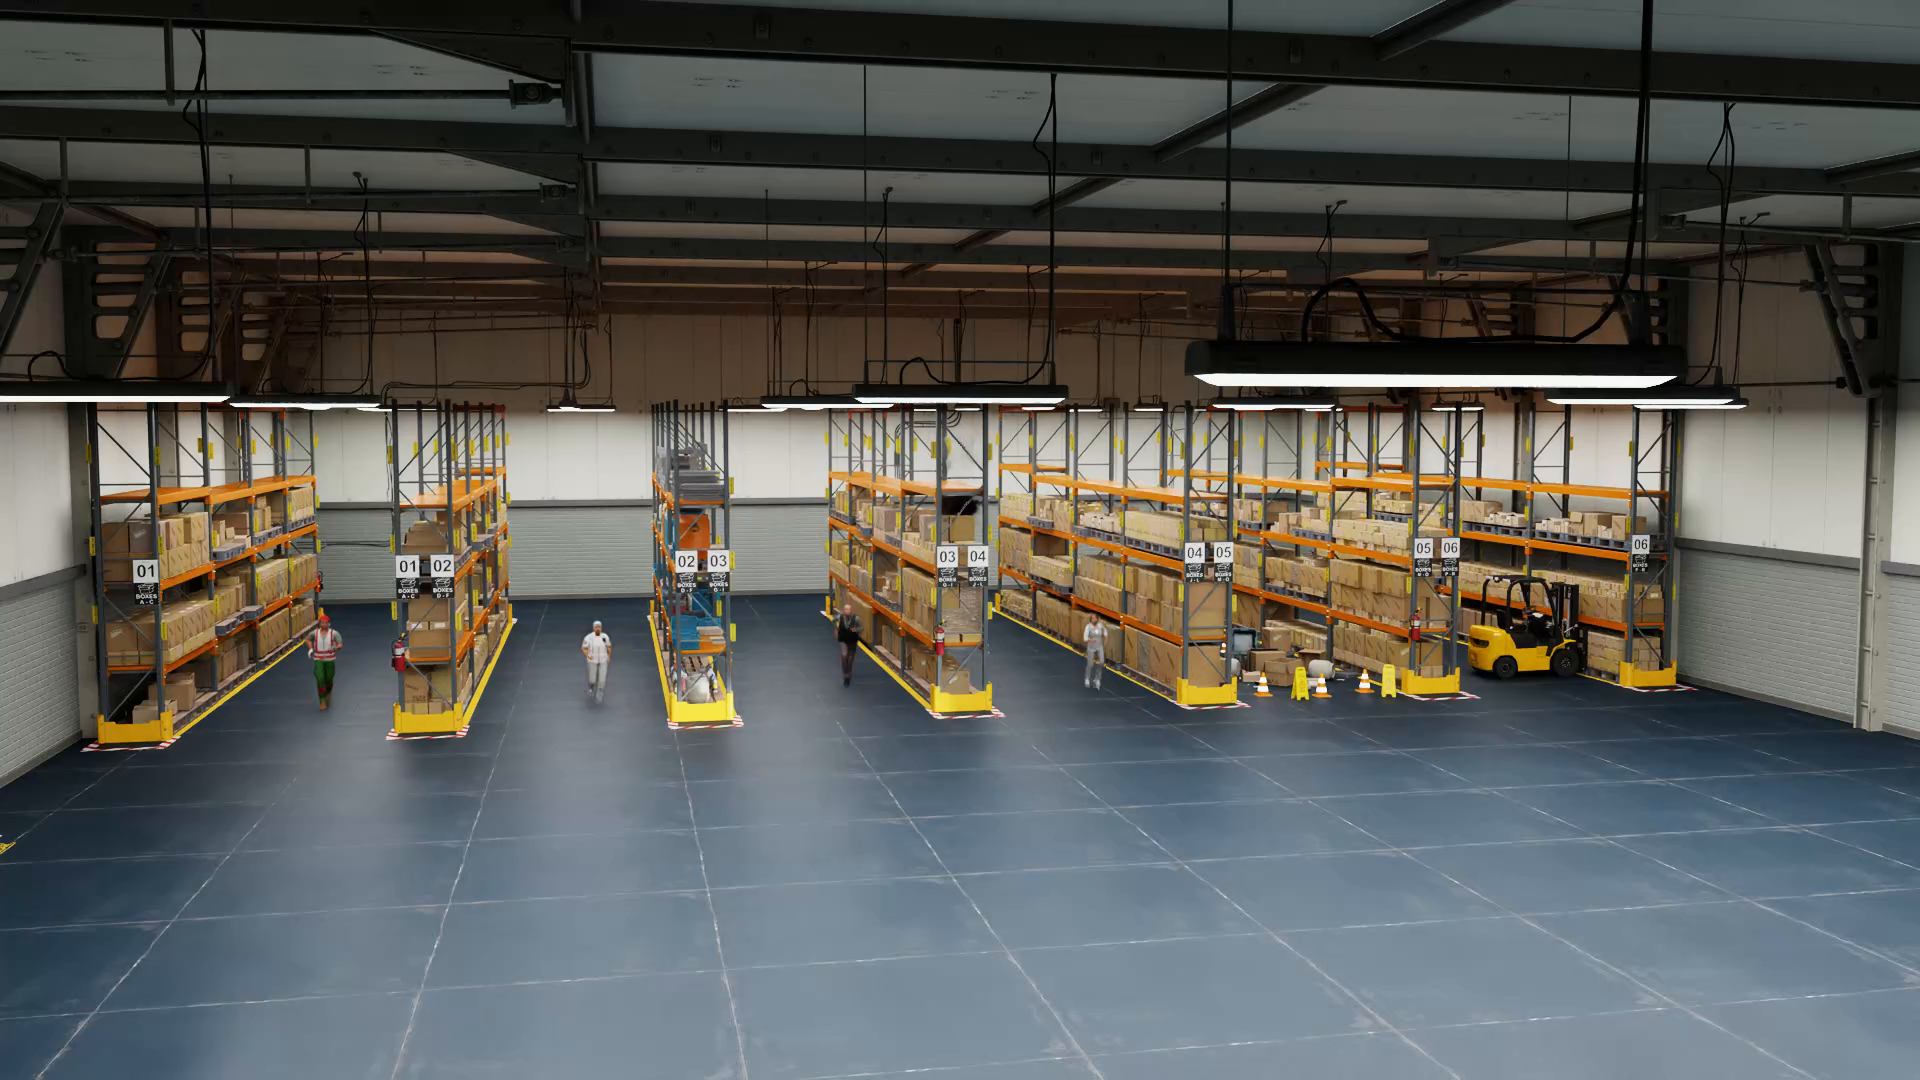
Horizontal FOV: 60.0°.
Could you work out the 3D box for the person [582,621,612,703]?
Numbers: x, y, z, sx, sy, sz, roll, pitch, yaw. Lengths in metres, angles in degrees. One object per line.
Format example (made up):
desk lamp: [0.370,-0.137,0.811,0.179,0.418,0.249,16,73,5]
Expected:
person: [-7.215,2.420,33.095,0.595,1.622,0.561,-2,5,-21]

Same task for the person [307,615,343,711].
person: [-12.399,2.364,32.479,0.652,1.805,0.983,-2,5,-21]

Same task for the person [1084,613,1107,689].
person: [2.829,2.306,34.708,0.545,1.587,0.813,-1,4,-7]

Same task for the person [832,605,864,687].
person: [-2.386,2.217,35.436,0.654,1.736,0.963,-1,4,-9]
